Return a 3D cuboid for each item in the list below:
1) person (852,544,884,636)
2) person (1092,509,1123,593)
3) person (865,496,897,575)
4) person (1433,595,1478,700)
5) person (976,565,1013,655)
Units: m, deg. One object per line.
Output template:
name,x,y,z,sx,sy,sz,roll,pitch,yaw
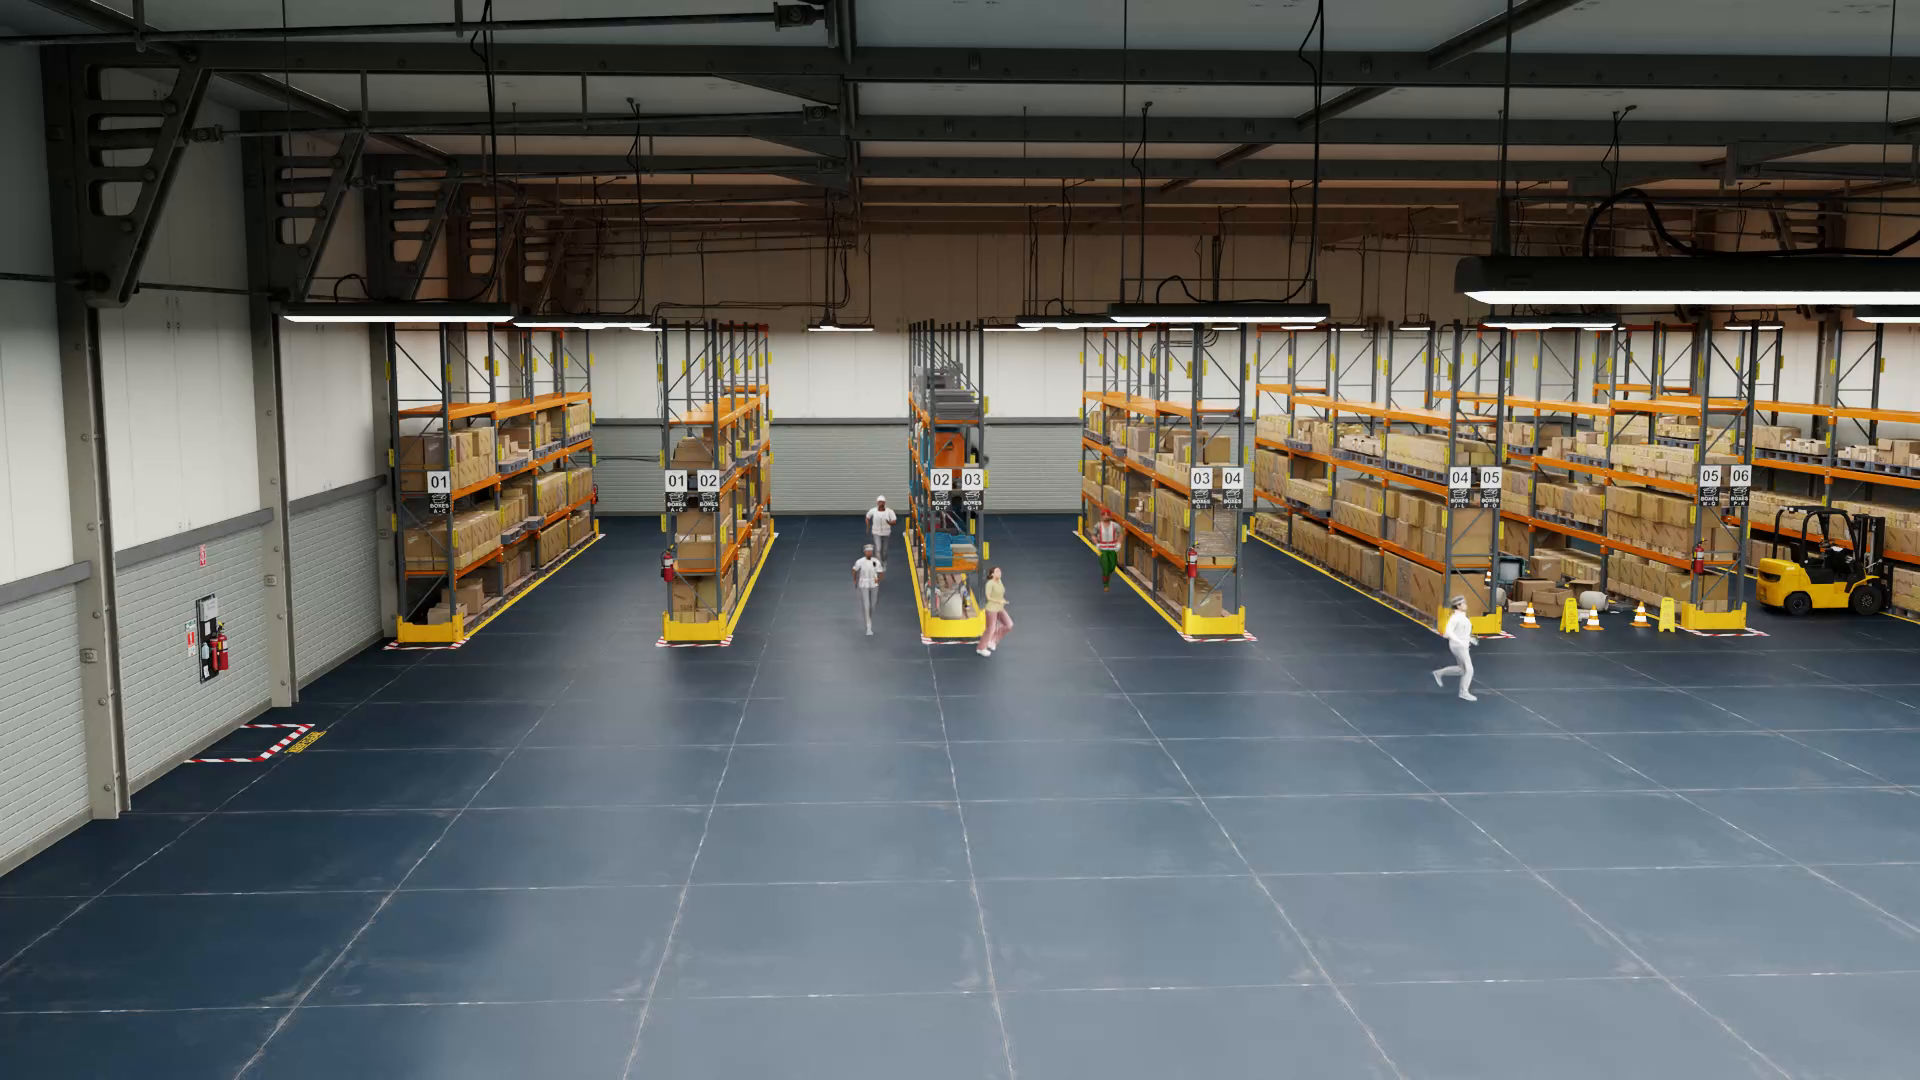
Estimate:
person,-1.766,0.927,32.012,0.585,1.721,0.823,-2,7,-14
person,3.123,0.210,35.288,0.657,1.772,0.674,0,7,2
person,-1.793,-0.110,38.000,0.700,1.796,0.944,-1,7,-8
person,7.825,1.685,26.210,0.686,1.672,0.618,3,8,25
person,0.633,1.252,29.672,0.718,1.623,0.600,5,9,37
